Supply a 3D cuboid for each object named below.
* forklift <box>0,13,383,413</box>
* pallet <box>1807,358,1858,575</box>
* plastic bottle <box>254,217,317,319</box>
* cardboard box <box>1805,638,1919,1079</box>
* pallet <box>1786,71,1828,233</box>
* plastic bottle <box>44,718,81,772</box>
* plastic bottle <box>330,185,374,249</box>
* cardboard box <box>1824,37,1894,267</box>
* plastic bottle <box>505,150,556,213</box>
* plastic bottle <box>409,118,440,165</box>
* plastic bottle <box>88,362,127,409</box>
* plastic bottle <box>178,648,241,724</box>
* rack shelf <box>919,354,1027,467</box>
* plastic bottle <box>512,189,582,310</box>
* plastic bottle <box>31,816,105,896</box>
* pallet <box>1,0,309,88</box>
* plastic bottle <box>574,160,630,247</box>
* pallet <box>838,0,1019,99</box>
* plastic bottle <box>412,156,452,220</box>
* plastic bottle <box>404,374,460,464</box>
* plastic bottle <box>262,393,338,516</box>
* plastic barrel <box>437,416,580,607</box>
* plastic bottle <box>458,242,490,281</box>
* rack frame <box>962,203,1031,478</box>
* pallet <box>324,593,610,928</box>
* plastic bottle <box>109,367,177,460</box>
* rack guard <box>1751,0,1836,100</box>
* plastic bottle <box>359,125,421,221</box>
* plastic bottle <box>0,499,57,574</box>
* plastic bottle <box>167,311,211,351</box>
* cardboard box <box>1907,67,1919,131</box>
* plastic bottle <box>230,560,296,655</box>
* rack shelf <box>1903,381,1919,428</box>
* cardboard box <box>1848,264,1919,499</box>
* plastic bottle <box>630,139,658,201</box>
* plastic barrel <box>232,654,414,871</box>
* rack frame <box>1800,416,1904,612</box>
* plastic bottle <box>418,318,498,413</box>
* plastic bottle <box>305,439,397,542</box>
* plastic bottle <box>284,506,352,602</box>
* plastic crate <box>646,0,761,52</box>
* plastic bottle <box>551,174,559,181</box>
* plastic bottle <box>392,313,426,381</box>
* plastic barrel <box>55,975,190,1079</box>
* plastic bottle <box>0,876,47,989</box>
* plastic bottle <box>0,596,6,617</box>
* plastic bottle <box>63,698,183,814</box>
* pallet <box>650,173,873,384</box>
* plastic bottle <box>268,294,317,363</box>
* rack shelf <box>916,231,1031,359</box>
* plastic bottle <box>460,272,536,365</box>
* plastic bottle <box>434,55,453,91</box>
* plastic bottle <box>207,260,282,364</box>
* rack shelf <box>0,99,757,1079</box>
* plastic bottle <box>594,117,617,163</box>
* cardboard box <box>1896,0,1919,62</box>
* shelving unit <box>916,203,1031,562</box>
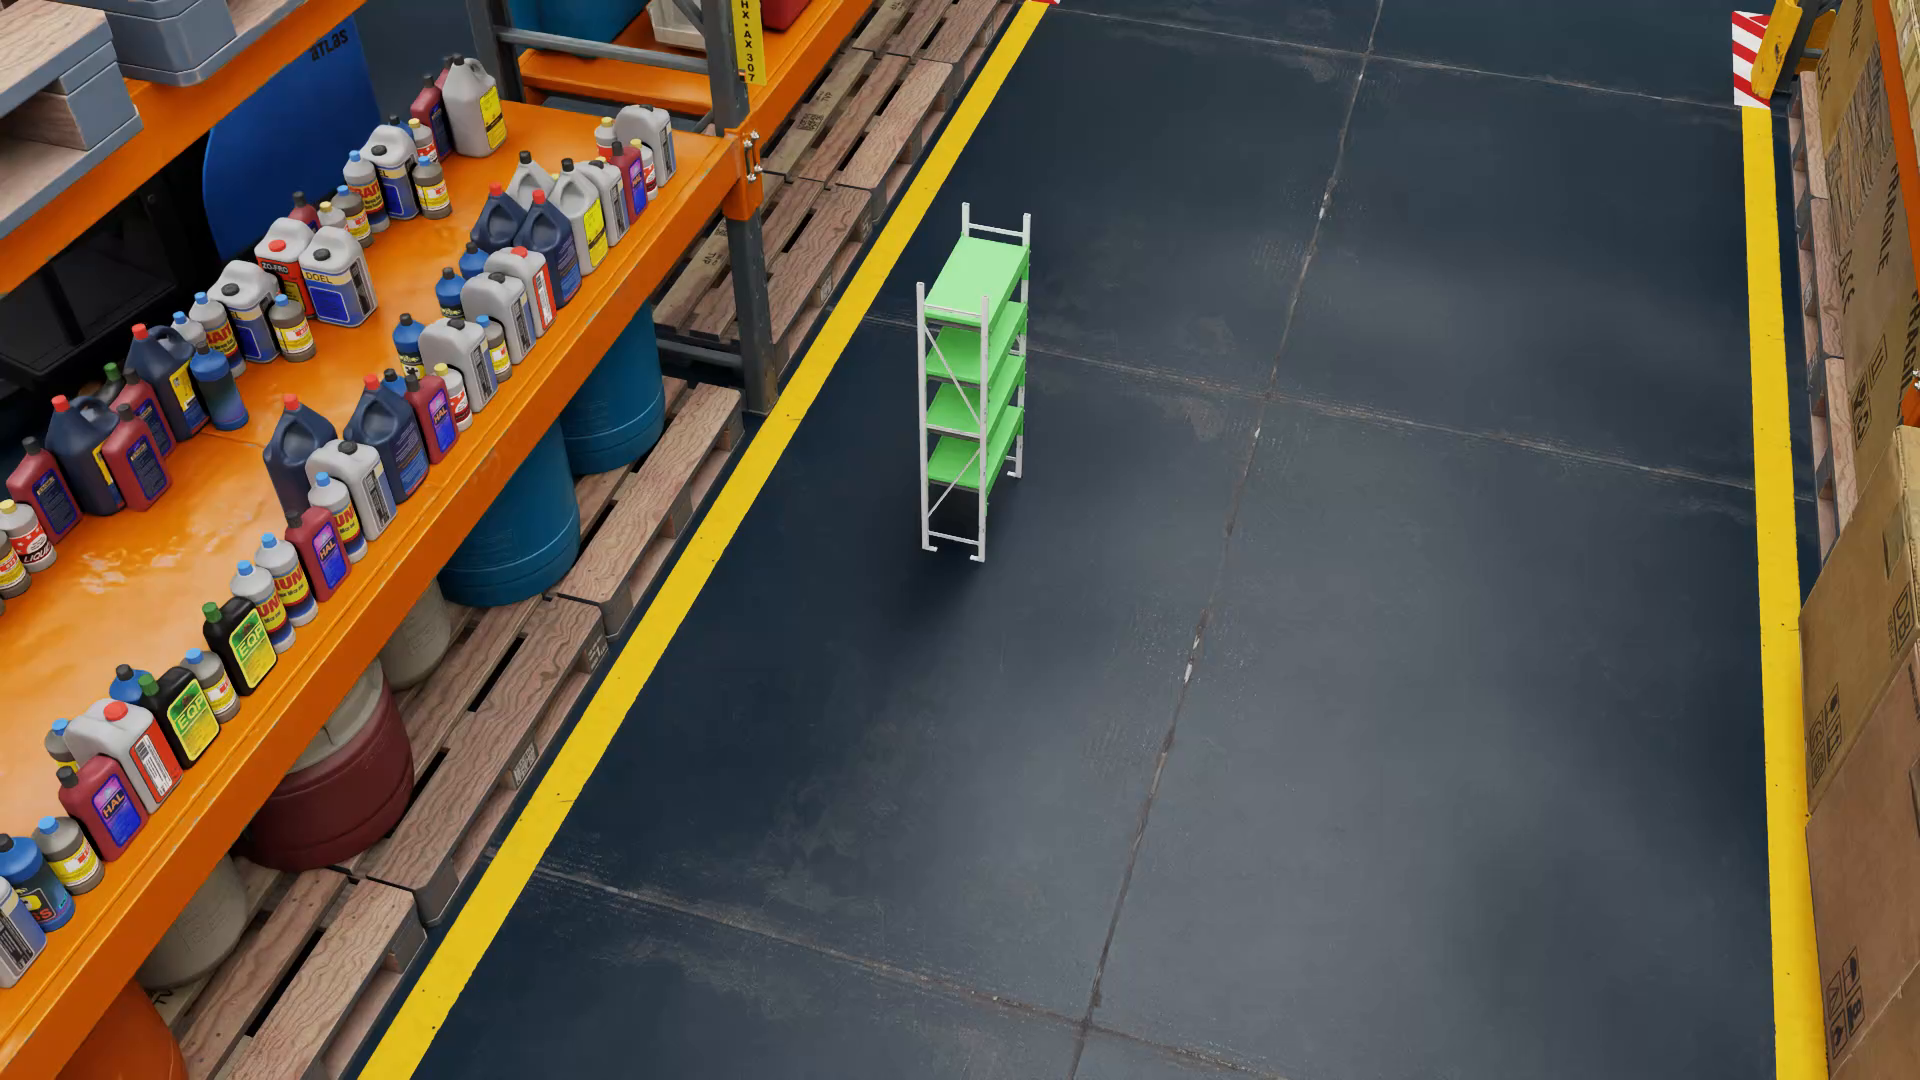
[{"bbox_3d":[-3.768,-1.898,6.093,1.130,2.935,3.031,22,48,21],"label":"forklift"},{"bbox_3d":[3.786,-0.160,6.262,1.003,0.211,1.213,13,46,13],"label":"pallet"},{"bbox_3d":[-2.023,-0.826,5.038,0.152,0.276,0.135,13,46,13],"label":"plastic bottle"},{"bbox_3d":[3.036,0.970,4.333,1.225,0.875,0.875,11,45,11],"label":"cardboard box"},{"bbox_3d":[4.525,-1.786,7.924,1.003,0.211,1.213,13,46,13],"label":"pallet"},{"bbox_3d":[-1.996,0.480,3.757,0.097,0.201,0.097,0,44,0],"label":"plastic bottle"},{"bbox_3d":[-1.944,-1.036,5.306,0.097,0.201,0.097,0,44,0],"label":"plastic bottle"},{"bbox_3d":[4.299,-1.673,7.034,0.875,0.875,0.875,13,46,13],"label":"cardboard box"},{"bbox_3d":[-1.343,-1.046,5.210,0.144,0.351,0.185,13,46,13],"label":"plastic bottle"},{"bbox_3d":[-1.815,-1.320,5.597,0.097,0.201,0.097,0,44,0],"label":"plastic bottle"},{"bbox_3d":[-2.292,-0.341,4.537,0.061,0.283,0.133,13,46,13],"label":"plastic bottle"},{"bbox_3d":[-1.770,0.333,3.907,0.097,0.201,0.097,0,44,0],"label":"plastic bottle"},{"bbox_3d":[0.050,-0.493,5.988,0.258,0.148,0.480,13,46,13],"label":"rack shelf"},{"bbox_3d":[-1.262,-0.892,5.052,0.144,0.351,0.185,13,46,13],"label":"plastic bottle"},{"bbox_3d":[-1.921,0.666,3.567,0.097,0.201,0.097,0,44,0],"label":"plastic bottle"},{"bbox_3d":[-1.724,-1.420,3.547,1.003,0.211,1.213,13,46,13],"label":"pallet"},{"bbox_3d":[-1.161,-1.096,5.314,0.152,0.276,0.135,13,46,13],"label":"plastic bottle"},{"bbox_3d":[-0.315,-2.843,9.005,1.003,0.211,1.213,13,46,13],"label":"pallet"},{"bbox_3d":[-1.729,-1.158,5.431,0.097,0.201,0.097,0,44,0],"label":"plastic bottle"},{"bbox_3d":[-1.452,-0.354,4.551,0.061,0.283,0.133,13,46,13],"label":"plastic bottle"},{"bbox_3d":[-1.725,-0.224,4.369,0.144,0.351,0.185,13,46,13],"label":"plastic bottle"},{"bbox_3d":[-1.635,-0.284,5.596,0.600,0.901,0.708,13,46,13],"label":"plastic barrel"},{"bbox_3d":[-1.439,-0.772,4.987,0.097,0.271,0.097,0,44,0],"label":"plastic bottle"},{"bbox_3d":[0.124,-0.702,6.109,0.240,1.200,0.015,13,46,13],"label":"rack frame"},{"bbox_3d":[-1.881,0.603,5.483,1.003,0.211,1.213,13,46,13],"label":"pallet"},{"bbox_3d":[-2.234,-0.328,4.524,0.061,0.283,0.133,13,46,13],"label":"plastic bottle"},{"bbox_3d":[4.699,-2.455,8.401,1.175,0.500,0.348,13,46,13],"label":"rack guard"},{"bbox_3d":[-1.854,-1.199,5.419,0.152,0.276,0.135,13,46,13],"label":"plastic bottle"},{"bbox_3d":[-2.406,-0.019,4.267,0.097,0.201,0.097,0,44,0],"label":"plastic bottle"},{"bbox_3d":[-2.184,-0.533,4.742,0.097,0.271,0.097,0,44,0],"label":"plastic bottle"},{"bbox_3d":[3.572,-1.535,5.854,0.380,0.149,0.250,13,46,13],"label":"cardboard box"},{"bbox_3d":[-1.700,0.154,4.039,0.097,0.271,0.097,0,44,0],"label":"plastic bottle"},{"bbox_3d":[2.875,0.924,3.675,1.077,0.370,4.000,13,46,13],"label":"rack shelf"},{"bbox_3d":[3.757,-0.480,5.814,0.875,0.875,0.875,13,46,13],"label":"cardboard box"},{"bbox_3d":[-1.060,-1.230,5.504,0.097,0.201,0.097,0,44,0],"label":"plastic bottle"},{"bbox_3d":[-1.977,0.580,4.936,0.600,0.588,0.708,13,46,13],"label":"plastic barrel"},{"bbox_3d":[3.481,-0.666,4.786,1.000,3.000,0.127,13,46,13],"label":"rack frame"},{"bbox_3d":[-1.425,-0.516,4.721,0.152,0.276,0.135,13,46,13],"label":"plastic bottle"},{"bbox_3d":[-1.592,-0.149,4.346,0.152,0.276,0.135,13,46,13],"label":"plastic bottle"},{"bbox_3d":[-1.618,0.012,4.176,0.061,0.283,0.133,13,46,13],"label":"plastic bottle"},{"bbox_3d":[-0.962,-1.922,6.215,0.396,0.136,0.243,13,46,13],"label":"plastic crate"},{"bbox_3d":[-1.286,-1.083,5.355,0.097,0.201,0.097,0,44,0],"label":"plastic bottle"},{"bbox_3d":[-1.550,-0.528,4.737,0.097,0.271,0.097,0,44,0],"label":"plastic bottle"},{"bbox_3d":[-2.319,1.247,4.082,0.600,0.830,0.708,13,46,13],"label":"plastic barrel"},{"bbox_3d":[-2.012,0.775,3.402,0.152,0.276,0.135,13,46,13],"label":"plastic bottle"},{"bbox_3d":[-2.465,0.111,4.134,0.097,0.201,0.097,0,44,0],"label":"plastic bottle"},{"bbox_3d":[-1.872,0.467,3.717,0.152,0.276,0.135,13,46,13],"label":"plastic bottle"},{"bbox_3d":[-1.054,-1.217,7.343,1.003,0.211,1.213,13,46,13],"label":"pallet"},{"bbox_3d":[-1.969,-0.631,4.892,0.097,0.201,0.097,0,44,0],"label":"plastic bottle"},{"bbox_3d":[0.050,-0.837,5.652,0.258,0.148,0.480,13,46,13],"label":"rack shelf"},{"bbox_3d":[-1.355,-0.670,4.879,0.152,0.276,0.135,13,46,13],"label":"plastic bottle"},{"bbox_3d":[-1.757,-1.519,5.741,0.061,0.283,0.133,13,46,13],"label":"plastic bottle"},{"bbox_3d":[-2.093,-0.671,4.880,0.152,0.276,0.135,13,46,13],"label":"plastic bottle"},{"bbox_3d":[-1.845,-0.125,4.747,1.077,0.370,4.000,13,46,13],"label":"rack shelf"},{"bbox_3d":[-1.175,-1.327,5.603,0.097,0.201,0.097,0,44,0],"label":"plastic bottle"},{"bbox_3d":[3.728,-1.875,6.201,0.380,0.149,0.250,13,46,13],"label":"cardboard box"},{"bbox_3d":[0.050,-0.539,5.943,0.258,1.200,0.503,13,46,13],"label":"shelving unit"}]
